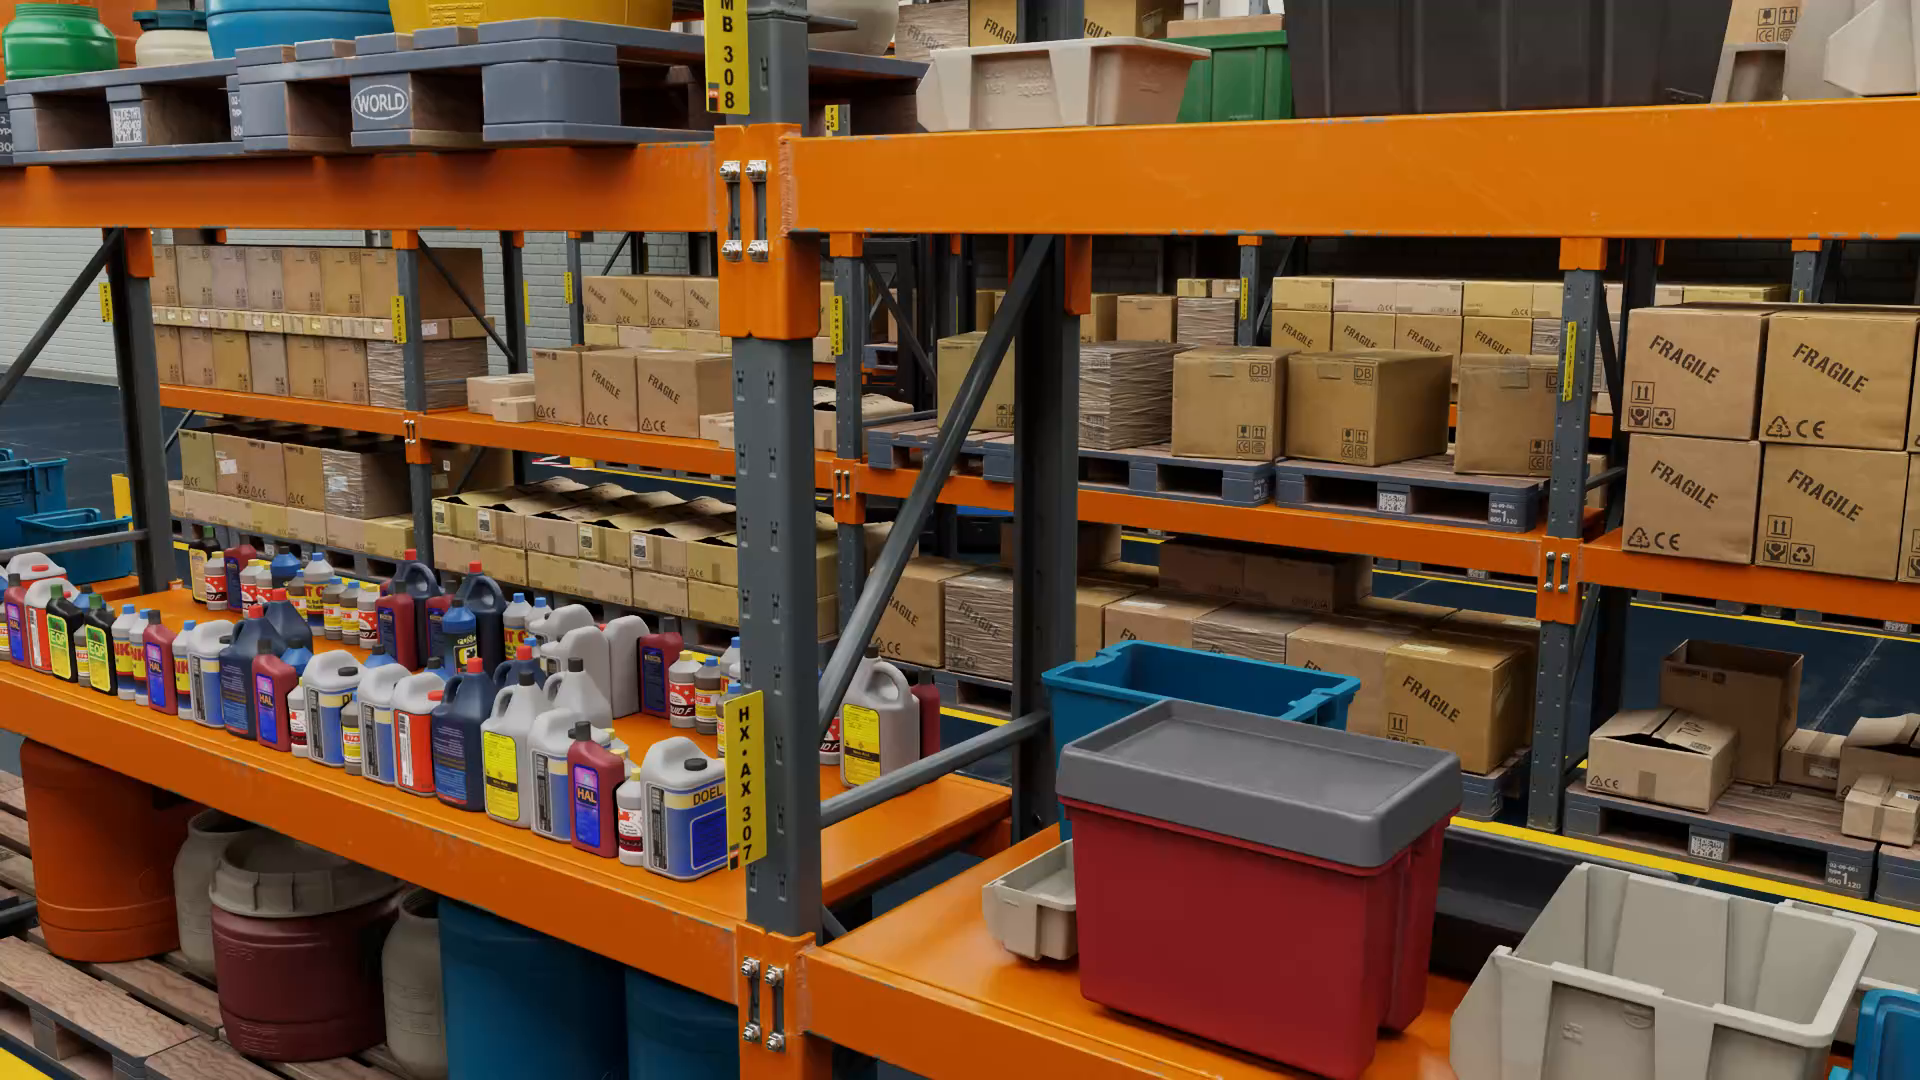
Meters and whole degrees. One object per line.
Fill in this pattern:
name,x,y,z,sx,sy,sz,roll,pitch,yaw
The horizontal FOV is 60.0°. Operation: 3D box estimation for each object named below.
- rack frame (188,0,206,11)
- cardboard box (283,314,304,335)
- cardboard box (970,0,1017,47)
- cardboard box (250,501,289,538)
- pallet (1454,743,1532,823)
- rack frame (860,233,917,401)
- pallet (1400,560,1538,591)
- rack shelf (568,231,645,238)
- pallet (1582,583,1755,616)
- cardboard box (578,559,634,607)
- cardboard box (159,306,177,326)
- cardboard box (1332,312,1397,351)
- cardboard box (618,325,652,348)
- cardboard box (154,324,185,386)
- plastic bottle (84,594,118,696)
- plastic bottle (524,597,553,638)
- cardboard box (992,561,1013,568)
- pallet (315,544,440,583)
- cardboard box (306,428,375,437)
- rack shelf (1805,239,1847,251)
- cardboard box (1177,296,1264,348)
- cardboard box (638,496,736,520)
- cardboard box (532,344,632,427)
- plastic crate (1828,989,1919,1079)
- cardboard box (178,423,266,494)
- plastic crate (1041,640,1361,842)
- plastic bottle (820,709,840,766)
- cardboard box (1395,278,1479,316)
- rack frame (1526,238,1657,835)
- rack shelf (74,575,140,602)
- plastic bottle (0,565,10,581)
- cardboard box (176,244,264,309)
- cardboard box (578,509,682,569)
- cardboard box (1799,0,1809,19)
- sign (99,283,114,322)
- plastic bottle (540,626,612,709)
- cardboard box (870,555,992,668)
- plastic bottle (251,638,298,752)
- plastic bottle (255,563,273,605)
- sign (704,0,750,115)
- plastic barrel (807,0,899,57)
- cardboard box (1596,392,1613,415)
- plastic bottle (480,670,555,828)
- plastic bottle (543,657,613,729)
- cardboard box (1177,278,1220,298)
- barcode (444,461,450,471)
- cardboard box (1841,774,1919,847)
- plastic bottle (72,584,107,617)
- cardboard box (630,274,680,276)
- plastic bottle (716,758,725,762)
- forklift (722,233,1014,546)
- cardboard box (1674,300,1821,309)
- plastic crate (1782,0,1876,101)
rack frame,-6.809,-4.553,13.874,0.127,3.000,1.000,8,13,36
cardboard box,-4.953,-1.666,12.775,0.250,0.149,0.380,8,14,37
cardboard box,0.398,-2.614,8.850,0.500,0.500,0.500,8,13,36
cardboard box,-5.300,-0.201,13.304,0.500,0.250,0.500,8,13,36
pallet,2.185,1.025,8.177,1.213,0.211,1.003,8,13,36
rack frame,-0.655,-1.917,16.041,0.127,3.000,1.000,8,13,36
pallet,4.139,0.139,12.754,1.213,0.211,1.003,8,13,36
rack shelf,-2.267,-3.261,16.987,4.000,0.370,1.077,8,13,36
pallet,5.126,0.276,12.046,1.213,0.211,1.003,8,13,36
cardboard box,-2.166,0.242,11.016,0.500,0.250,0.500,8,14,37
cardboard box,-6.405,-1.869,13.822,0.250,0.149,0.380,8,13,34
cardboard box,3.225,-1.518,12.880,0.500,0.500,0.500,9,14,37
cardboard box,-3.247,-2.143,17.553,0.500,0.250,0.500,7,13,34
cardboard box,-6.440,-1.602,14.152,0.500,0.500,0.700,8,14,36
plastic bottle,-2.498,0.305,4.864,0.133,0.283,0.061,8,13,36
plastic bottle,-1.230,0.305,4.897,0.097,0.271,0.097,0,11,0
cardboard box,0.532,0.372,9.632,0.500,0.500,0.500,9,14,38
pallet,-4.201,0.115,12.879,1.213,0.211,1.003,8,13,36
cardboard box,-4.983,-0.651,13.656,0.500,0.500,0.500,8,13,36
rack shelf,7.405,-1.912,10.013,4.000,0.370,1.077,8,13,36
cardboard box,2.184,-1.784,13.930,0.500,0.500,0.700,6,13,29
cardboard box,-1.862,-0.117,11.394,0.500,0.311,0.500,8,13,35
cardboard box,-2.551,-1.059,11.344,0.500,0.500,0.500,9,14,40
plastic crate,1.345,0.810,2.228,0.300,0.233,0.416,8,13,36
cardboard box,-6.104,-0.682,13.817,0.500,0.500,0.500,8,13,36
plastic crate,0.507,0.478,3.547,0.575,0.384,0.392,8,13,36
plastic bottle,-0.326,0.465,4.252,0.097,0.201,0.097,0,11,0
cardboard box,3.621,-1.834,12.539,0.500,0.250,0.500,8,14,36
rack frame,2.863,-0.259,7.470,0.127,3.000,1.000,8,13,36
rack shelf,-4.908,0.178,7.107,4.000,0.370,1.077,8,13,36
plastic bottle,-3.138,0.209,5.381,0.135,0.276,0.152,8,13,36
cardboard box,-5.970,-2.175,13.697,0.500,0.500,0.700,8,13,34
cardboard box,-2.159,-0.032,10.957,0.500,0.311,0.500,8,14,37
cardboard box,3.597,-2.145,6.425,0.500,0.500,0.700,8,13,36
sign,-7.142,-1.987,13.918,0.005,0.325,0.100,8,13,36
plastic bottle,-1.055,0.369,4.552,0.135,0.276,0.152,8,13,36
cardboard box,-0.163,0.398,9.499,0.500,0.500,0.500,9,14,38
plastic bottle,-1.790,0.404,4.353,0.133,0.283,0.061,8,13,36
plastic bottle,-2.370,0.180,5.726,0.097,0.201,0.097,0,11,0
sign,-0.399,-0.894,2.832,0.005,0.325,0.100,8,13,36
plastic barrel,-0.347,-1.344,3.719,0.433,0.535,0.433,0,11,0
cardboard box,4.705,-0.980,11.807,0.250,0.149,0.380,8,14,36
plastic bottle,-1.006,0.470,3.832,0.185,0.351,0.144,8,13,36
plastic bottle,-0.921,0.448,3.946,0.185,0.351,0.144,8,13,36
cardboard box,2.005,-2.119,13.956,0.250,0.149,0.380,5,12,26
barcode,-3.625,-0.526,11.745,0.075,0.075,0.001,8,13,36
cardboard box,3.777,1.092,6.787,0.250,0.166,0.380,8,13,36
plastic bottle,-2.652,0.271,5.072,0.097,0.271,0.097,0,11,0
cardboard box,-3.374,-2.651,18.201,0.500,0.500,0.500,8,13,35
plastic bottle,-0.522,0.581,3.654,0.097,0.201,0.097,0,11,0
forklift,-0.621,-1.456,13.839,3.031,2.935,1.130,2,11,8
cardboard box,3.424,-0.781,7.276,0.500,0.500,0.500,8,14,36
plastic crate,1.549,-0.762,2.486,0.530,0.282,0.437,8,13,36
